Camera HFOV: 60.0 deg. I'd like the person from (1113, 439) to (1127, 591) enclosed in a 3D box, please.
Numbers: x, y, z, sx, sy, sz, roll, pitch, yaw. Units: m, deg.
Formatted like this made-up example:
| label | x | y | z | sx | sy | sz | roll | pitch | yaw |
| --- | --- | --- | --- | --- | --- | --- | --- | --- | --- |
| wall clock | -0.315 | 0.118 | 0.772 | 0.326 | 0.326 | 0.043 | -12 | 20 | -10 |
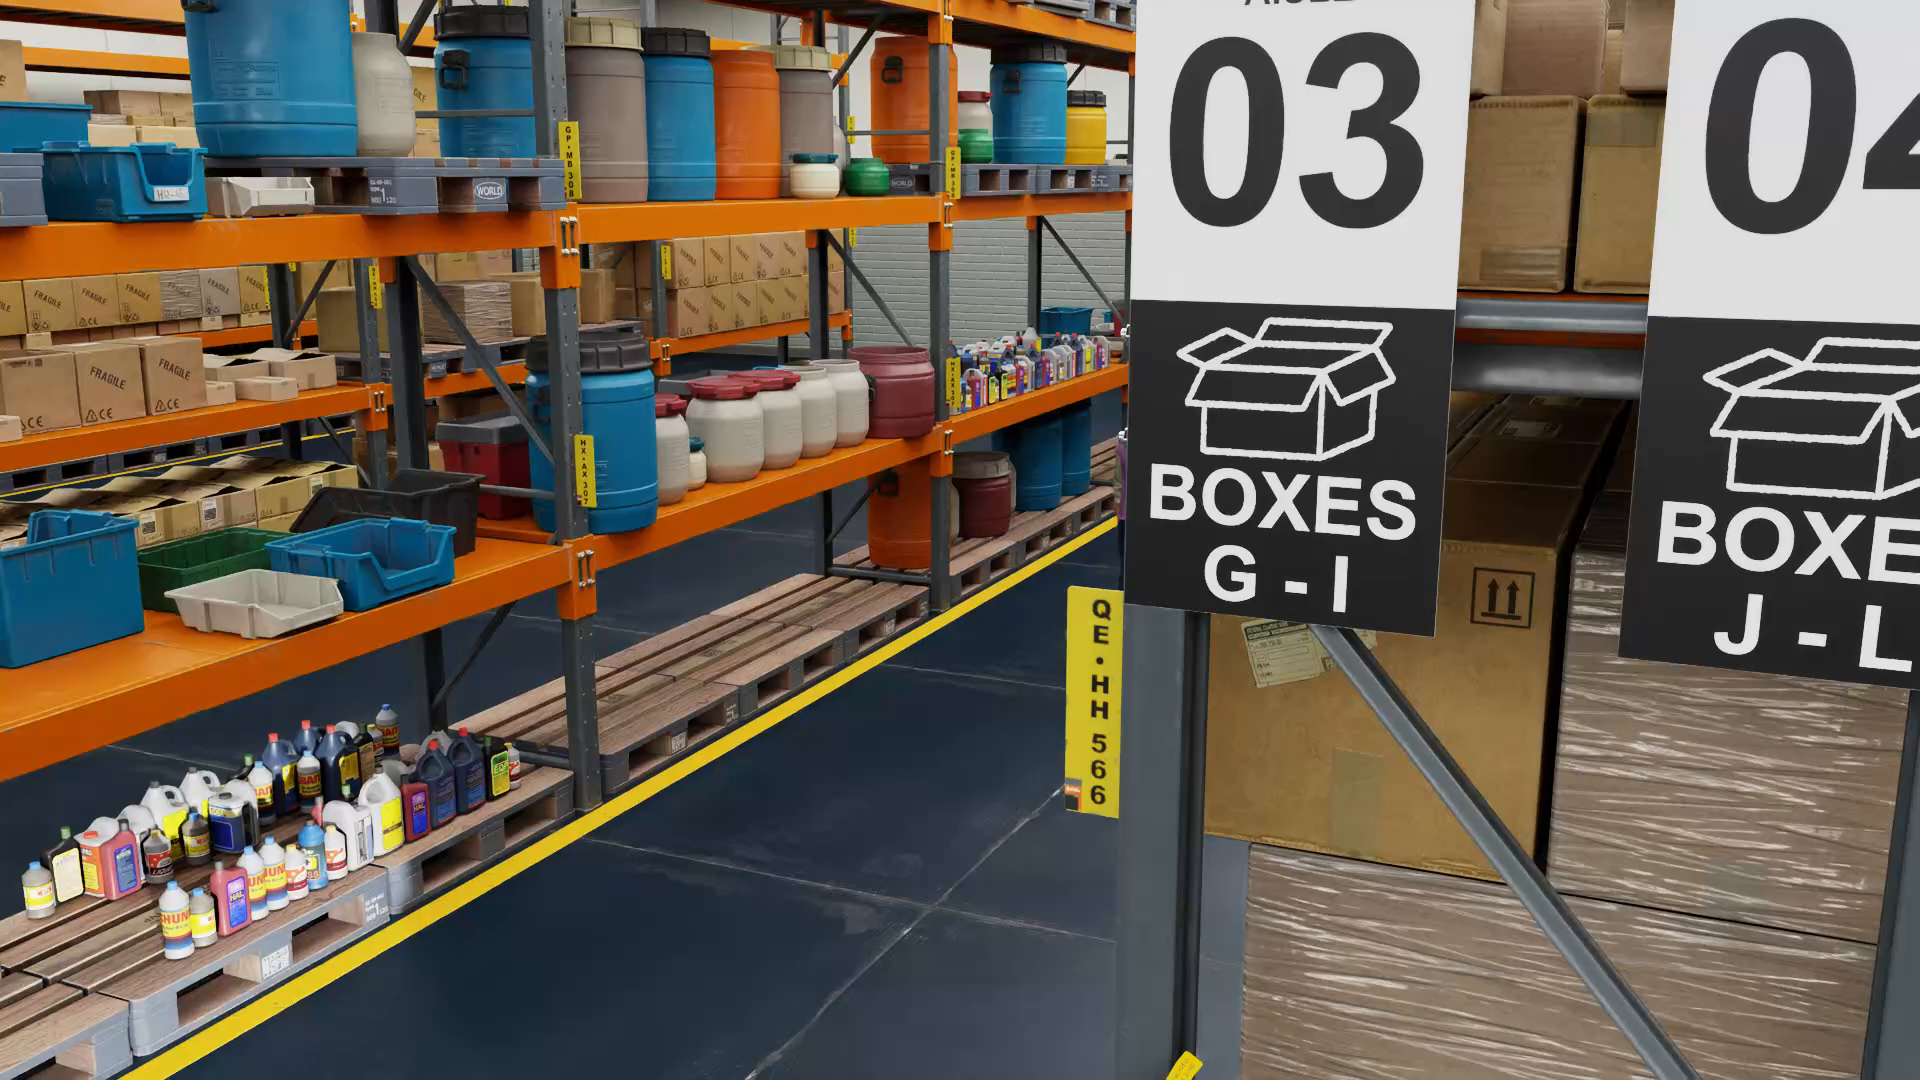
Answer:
| label | x | y | z | sx | sy | sz | roll | pitch | yaw |
| --- | --- | --- | --- | --- | --- | --- | --- | --- | --- |
| person | 1.154 | -0.111 | 10.515 | 0.406 | 1.595 | 0.307 | 6 | 14 | 25 |
